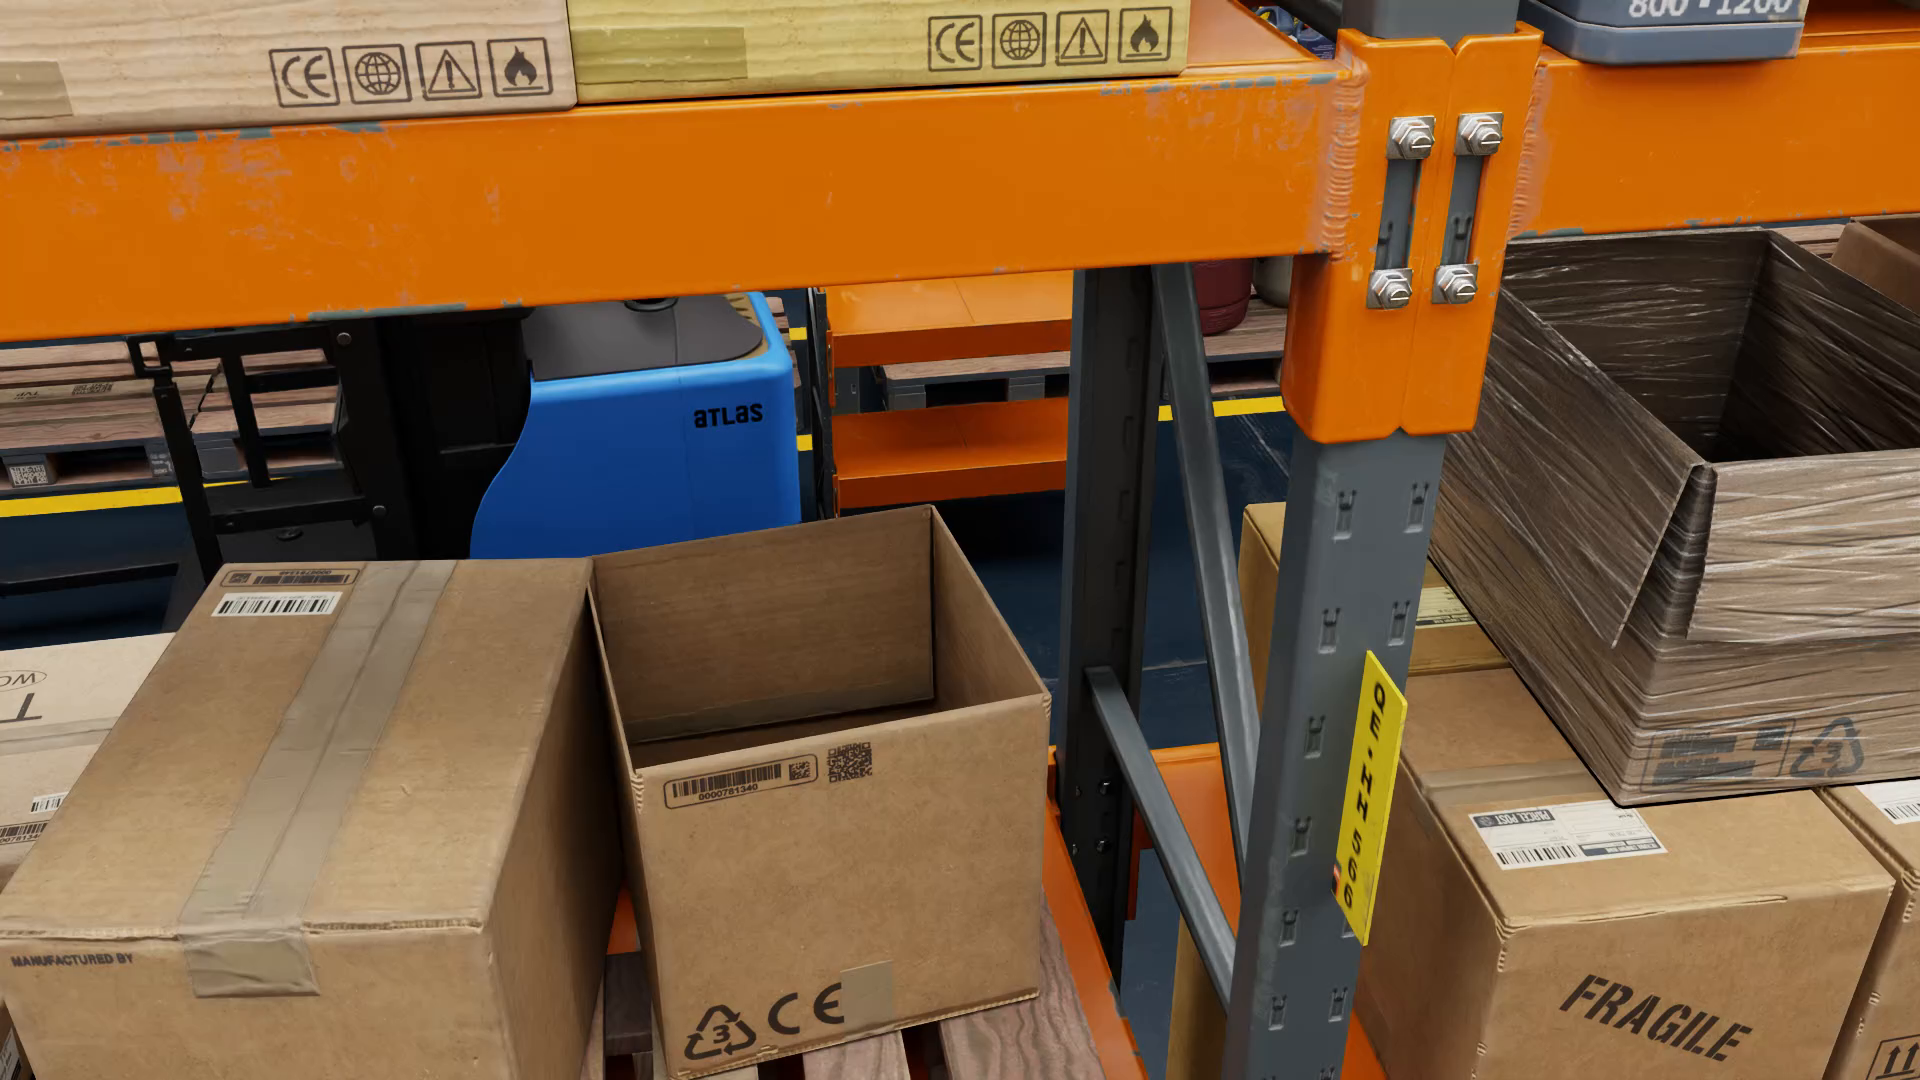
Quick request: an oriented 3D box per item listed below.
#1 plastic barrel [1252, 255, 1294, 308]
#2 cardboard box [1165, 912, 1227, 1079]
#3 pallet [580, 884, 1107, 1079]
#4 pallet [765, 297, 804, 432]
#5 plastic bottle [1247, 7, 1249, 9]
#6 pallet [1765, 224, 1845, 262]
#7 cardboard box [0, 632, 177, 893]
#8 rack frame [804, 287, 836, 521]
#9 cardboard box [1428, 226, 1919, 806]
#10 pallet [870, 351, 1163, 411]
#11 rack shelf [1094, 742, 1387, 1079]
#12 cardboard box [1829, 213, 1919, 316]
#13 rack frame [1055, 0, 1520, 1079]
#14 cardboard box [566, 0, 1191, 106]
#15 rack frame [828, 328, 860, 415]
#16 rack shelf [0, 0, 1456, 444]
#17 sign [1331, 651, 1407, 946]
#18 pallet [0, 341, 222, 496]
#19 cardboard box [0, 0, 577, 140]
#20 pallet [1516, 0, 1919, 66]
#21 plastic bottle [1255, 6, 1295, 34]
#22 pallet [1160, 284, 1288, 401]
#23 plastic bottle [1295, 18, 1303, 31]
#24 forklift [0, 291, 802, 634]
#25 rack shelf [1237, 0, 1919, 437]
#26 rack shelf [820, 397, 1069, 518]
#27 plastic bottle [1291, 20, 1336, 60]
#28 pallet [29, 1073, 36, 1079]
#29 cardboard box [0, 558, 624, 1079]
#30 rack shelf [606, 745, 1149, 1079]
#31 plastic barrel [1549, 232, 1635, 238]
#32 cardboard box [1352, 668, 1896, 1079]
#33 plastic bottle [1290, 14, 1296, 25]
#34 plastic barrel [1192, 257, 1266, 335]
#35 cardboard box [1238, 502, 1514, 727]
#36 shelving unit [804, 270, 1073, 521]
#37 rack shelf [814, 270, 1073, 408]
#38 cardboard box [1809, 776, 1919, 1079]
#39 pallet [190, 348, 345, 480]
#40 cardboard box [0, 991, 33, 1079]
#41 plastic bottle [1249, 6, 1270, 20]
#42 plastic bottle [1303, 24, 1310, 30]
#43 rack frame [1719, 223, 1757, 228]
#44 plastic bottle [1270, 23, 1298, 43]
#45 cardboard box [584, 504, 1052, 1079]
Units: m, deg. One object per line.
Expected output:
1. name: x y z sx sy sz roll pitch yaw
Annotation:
1. plastic barrel: 1.558 -1.359 7.643 0.421 0.512 0.421 0 30 0
2. cardboard box: 1.004 1.153 3.011 0.875 0.875 1.225 -7 31 -11
3. pallet: -0.360 0.672 2.337 1.003 0.211 1.213 -5 31 -9
4. pallet: -1.340 -0.745 7.309 1.213 0.211 1.003 -5 31 -9
5. plastic bottle: 1.199 -2.301 7.319 0.133 0.283 0.061 -5 31 -9
6. pallet: 4.080 -1.248 8.164 1.213 0.211 1.003 -5 31 -9
7. cardboard box: -1.368 0.393 2.356 0.500 0.250 0.500 -6 31 -10
8. rack frame: -0.493 -0.439 5.887 0.032 1.125 0.500 -5 31 -9
9. cardboard box: 1.044 -0.063 2.310 0.637 0.503 0.797 -4 31 -7
10. pallet: 0.197 -0.889 7.554 1.213 0.211 1.003 -5 31 -9
11. rack shelf: 2.289 0.598 2.983 4.000 0.370 1.077 -5 31 -9
12. cardboard box: 1.685 -0.121 2.409 0.637 0.503 0.797 -5 31 -8
13. rack frame: 0.322 0.473 2.487 0.053 2.616 0.949 -5 31 -9
14. cardboard box: -0.102 -0.592 1.486 0.500 0.250 0.500 -5 31 -9
15. rack frame: -0.571 -1.998 6.689 0.127 3.000 1.000 -5 31 -9
16. rack shelf: -1.646 -0.329 1.601 4.000 0.370 1.077 -5 31 -9
17. sign: 0.429 0.276 1.758 0.005 0.325 0.100 -5 31 -9
18. pallet: -3.740 -0.522 6.930 1.213 0.211 1.003 -5 31 -9
19. cardboard box: -0.588 -0.540 1.397 0.500 0.250 0.500 -5 31 -9
20. pallet: 0.945 -0.826 1.922 1.003 0.211 1.213 -4 31 -7
21. plastic bottle: 1.276 -2.058 6.840 0.185 0.351 0.144 -5 31 -9
22. pallet: 1.395 -0.999 7.740 1.213 0.211 1.003 -5 31 -9
23. plastic bottle: 1.486 -2.344 7.405 0.097 0.271 0.097 0 30 0
24. forklift: -2.078 -0.935 4.949 3.031 2.935 1.130 -8 31 -13
25. rack shelf: 2.289 -0.695 2.222 4.000 0.370 1.077 -5 31 -9
26. rack shelf: 0.007 -0.275 6.090 1.000 0.278 0.538 -5 31 -9
27. plastic bottle: 1.435 -1.995 6.732 0.185 0.351 0.144 -5 31 -9
28. pallet: -1.618 0.755 2.196 1.213 0.211 1.003 -5 31 -9
29. cardboard box: -0.733 0.417 2.069 0.500 0.500 0.700 -1 30 -2
30. rack shelf: -1.646 0.964 2.362 4.000 0.370 1.077 -5 31 -9
31. plastic barrel: 2.826 -1.599 7.666 0.708 0.901 0.600 -5 31 -9
32. cardboard box: 0.849 0.519 2.309 0.500 0.500 0.500 -4 31 -7
33. plastic bottle: 1.417 -2.264 7.267 0.097 0.271 0.097 0 30 0
34. plastic barrel: 1.018 -1.296 7.460 0.708 0.588 0.600 -5 31 -9
35. cardboard box: 0.762 0.259 2.751 0.500 0.500 0.500 -4 31 -7
36. shelving unit: 0.007 -0.486 5.966 1.048 1.125 0.538 -5 31 -9
37. rack shelf: 0.007 -0.738 5.818 1.000 0.278 0.538 -5 31 -9
38. cardboard box: 1.356 0.471 2.391 0.500 0.500 0.500 -6 31 -10
39. pallet: -2.537 -0.635 7.122 1.213 0.211 1.003 -5 31 -9
40. cardboard box: -1.270 0.635 1.929 0.258 0.266 0.396 -6 31 -10
41. plastic bottle: 1.352 -2.354 7.343 0.185 0.351 0.144 -5 31 -9
42. plastic bottle: 1.582 -2.353 7.420 0.097 0.271 0.097 0 30 0
43. rack frame: 3.364 -2.364 7.310 0.127 3.000 1.000 -5 31 -9
44. plastic bottle: 1.278 -1.950 6.729 0.135 0.276 0.152 -5 31 -9
45. cardboard box: -0.202 0.316 2.240 0.500 0.500 0.500 -9 32 -15
